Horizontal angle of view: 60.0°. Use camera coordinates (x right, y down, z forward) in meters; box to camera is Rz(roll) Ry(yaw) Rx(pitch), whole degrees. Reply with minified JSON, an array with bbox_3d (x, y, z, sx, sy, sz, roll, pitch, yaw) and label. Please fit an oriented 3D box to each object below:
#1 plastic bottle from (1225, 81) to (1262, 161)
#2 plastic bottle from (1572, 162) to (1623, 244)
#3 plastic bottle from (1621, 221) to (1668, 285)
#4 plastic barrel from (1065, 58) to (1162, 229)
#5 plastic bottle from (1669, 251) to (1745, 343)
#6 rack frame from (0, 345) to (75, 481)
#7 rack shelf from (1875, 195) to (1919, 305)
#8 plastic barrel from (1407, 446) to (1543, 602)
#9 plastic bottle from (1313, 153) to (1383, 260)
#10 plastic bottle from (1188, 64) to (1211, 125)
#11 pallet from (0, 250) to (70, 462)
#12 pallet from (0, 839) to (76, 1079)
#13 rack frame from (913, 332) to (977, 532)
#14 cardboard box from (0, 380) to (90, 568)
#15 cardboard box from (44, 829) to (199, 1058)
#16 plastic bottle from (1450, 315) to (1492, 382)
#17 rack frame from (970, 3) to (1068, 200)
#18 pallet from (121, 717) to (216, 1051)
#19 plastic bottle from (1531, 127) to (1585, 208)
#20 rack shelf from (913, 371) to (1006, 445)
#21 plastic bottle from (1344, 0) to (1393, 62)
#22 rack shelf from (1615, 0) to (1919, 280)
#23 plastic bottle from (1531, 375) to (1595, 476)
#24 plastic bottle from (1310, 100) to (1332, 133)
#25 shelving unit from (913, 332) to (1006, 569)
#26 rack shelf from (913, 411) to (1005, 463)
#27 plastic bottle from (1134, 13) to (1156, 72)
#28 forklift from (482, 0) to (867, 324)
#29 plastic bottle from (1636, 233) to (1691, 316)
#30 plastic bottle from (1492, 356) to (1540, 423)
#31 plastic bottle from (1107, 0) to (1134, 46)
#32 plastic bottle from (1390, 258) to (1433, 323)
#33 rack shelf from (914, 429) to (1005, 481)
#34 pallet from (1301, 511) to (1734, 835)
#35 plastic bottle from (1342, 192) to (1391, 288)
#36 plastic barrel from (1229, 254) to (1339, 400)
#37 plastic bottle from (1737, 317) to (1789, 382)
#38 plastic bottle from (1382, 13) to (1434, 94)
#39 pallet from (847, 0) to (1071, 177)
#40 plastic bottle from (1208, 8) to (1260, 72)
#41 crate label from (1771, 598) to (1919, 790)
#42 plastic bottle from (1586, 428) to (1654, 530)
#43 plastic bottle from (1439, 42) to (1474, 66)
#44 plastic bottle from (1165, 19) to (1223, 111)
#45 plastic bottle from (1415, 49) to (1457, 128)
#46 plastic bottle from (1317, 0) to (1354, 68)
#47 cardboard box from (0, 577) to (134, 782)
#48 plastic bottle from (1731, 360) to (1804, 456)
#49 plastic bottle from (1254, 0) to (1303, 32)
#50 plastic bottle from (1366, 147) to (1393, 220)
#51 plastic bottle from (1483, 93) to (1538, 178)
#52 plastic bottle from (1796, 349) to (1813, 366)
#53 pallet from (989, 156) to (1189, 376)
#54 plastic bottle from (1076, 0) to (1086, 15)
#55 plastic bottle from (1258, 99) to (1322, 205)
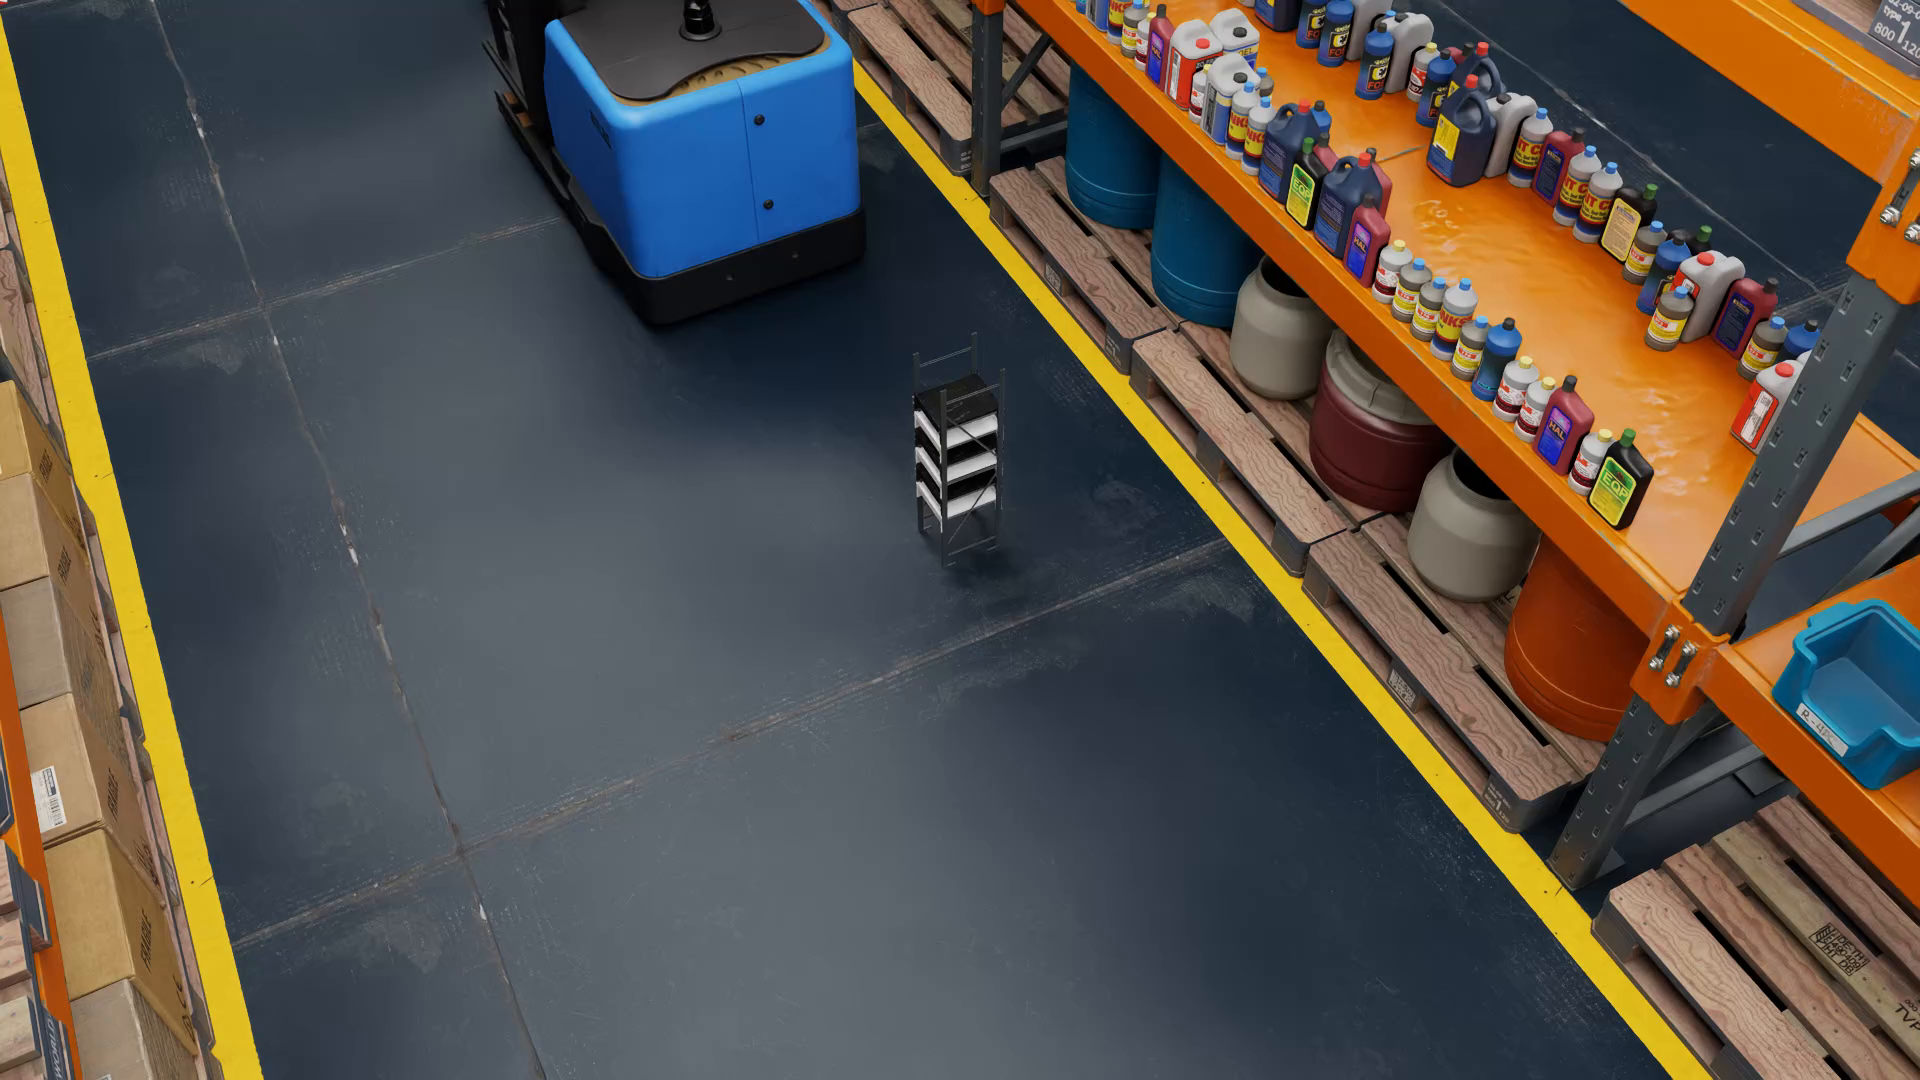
[{"bbox_3d":[0.953,-1.413,5.578,0.097,0.271,0.097,0,49,0],"label":"plastic bottle"},{"bbox_3d":[2.034,-1.080,5.287,0.097,0.271,0.097,0,49,0],"label":"plastic bottle"},{"bbox_3d":[2.140,-0.903,5.179,0.097,0.201,0.097,0,49,0],"label":"plastic bottle"},{"bbox_3d":[0.755,-1.836,6.978,0.600,0.901,0.708,-21,52,-18],"label":"plastic barrel"},{"bbox_3d":[2.230,-0.751,4.996,0.152,0.276,0.135,-21,52,-18],"label":"plastic bottle"},{"bbox_3d":[-3.884,-1.055,5.180,1.000,3.000,0.127,-21,52,-18],"label":"rack frame"},{"bbox_3d":[3.267,0.507,2.299,1.077,0.370,4.000,-21,52,-18],"label":"rack shelf"},{"bbox_3d":[1.775,-0.069,5.691,0.421,0.512,0.421,0,49,0],"label":"plastic barrel"},{"bbox_3d":[1.229,-1.074,5.230,0.144,0.351,0.185,-21,52,-18],"label":"plastic bottle"},{"bbox_3d":[0.847,-1.545,5.740,0.097,0.201,0.097,0,49,0],"label":"plastic bottle"},{"bbox_3d":[-4.198,-0.596,6.632,1.003,0.211,1.213,-21,52,-18],"label":"pallet"},{"bbox_3d":[-2.427,1.256,3.286,1.213,0.211,1.003,-21,52,-18],"label":"pallet"},{"bbox_3d":[-0.050,-0.370,5.976,0.240,0.900,0.006,-21,52,-18],"label":"rack frame"},{"bbox_3d":[-3.404,-0.145,5.752,0.500,0.500,0.500,-21,52,-18],"label":"cardboard box"},{"bbox_3d":[-2.478,1.212,4.566,0.500,0.500,0.500,-22,52,-18],"label":"cardboard box"},{"bbox_3d":[1.512,-0.573,4.890,0.097,0.201,0.097,0,49,0],"label":"plastic bottle"},{"bbox_3d":[0.522,-2.758,6.670,1.000,3.000,0.127,-21,52,-18],"label":"rack frame"},{"bbox_3d":[-2.916,1.212,5.049,1.003,0.211,1.213,-21,52,-18],"label":"pallet"},{"bbox_3d":[1.953,-1.233,5.413,0.061,0.283,0.133,-21,52,-18],"label":"plastic bottle"},{"bbox_3d":[-0.004,-0.458,5.738,0.258,0.077,0.200,-21,52,-18],"label":"rack shelf"},{"bbox_3d":[1.449,-1.893,5.995,0.152,0.276,0.135,-21,52,-18],"label":"plastic bottle"},{"bbox_3d":[1.437,-2.170,4.641,1.077,0.370,4.000,-21,52,-18],"label":"rack shelf"},{"bbox_3d":[1.682,-0.321,4.615,0.061,0.283,0.133,-21,52,-18],"label":"plastic bottle"},{"bbox_3d":[1.171,-1.332,5.508,0.097,0.271,0.097,0,49,0],"label":"plastic bottle"},{"bbox_3d":[-0.004,-0.302,5.916,0.258,0.900,0.210,-21,52,-18],"label":"shelving unit"},{"bbox_3d":[-0.004,-0.398,5.806,0.258,0.077,0.200,-21,52,-18],"label":"rack shelf"},{"bbox_3d":[0.680,-1.790,5.954,0.097,0.201,0.097,0,49,0],"label":"plastic bottle"},{"bbox_3d":[-1.558,-2.977,6.907,1.130,2.935,3.031,-22,53,-18],"label":"forklift"},{"bbox_3d":[2.147,-0.815,5.056,0.097,0.271,0.097,0,49,0],"label":"plastic bottle"},{"bbox_3d":[1.601,-0.443,4.776,0.097,0.201,0.097,0,49,0],"label":"plastic bottle"},{"bbox_3d":[0.591,-1.943,6.042,0.097,0.271,0.097,0,49,0],"label":"plastic bottle"},{"bbox_3d":[1.378,-0.768,5.061,0.097,0.201,0.097,0,49,0],"label":"plastic bottle"},{"bbox_3d":[-0.004,-0.339,5.873,0.258,0.077,0.200,-21,52,-18],"label":"rack shelf"},{"bbox_3d":[1.954,0.324,5.827,1.003,0.211,1.213,-21,52,-18],"label":"pallet"},{"bbox_3d":[1.265,-0.931,5.149,0.061,0.283,0.133,-21,52,-18],"label":"plastic bottle"},{"bbox_3d":[1.258,-0.825,6.352,0.421,0.512,0.421,0,49,0],"label":"plastic barrel"},{"bbox_3d":[2.368,-0.569,4.887,0.097,0.201,0.097,0,49,0],"label":"plastic bottle"},{"bbox_3d":[1.555,-1.738,5.859,0.152,0.276,0.135,-21,52,-18],"label":"plastic bottle"},{"bbox_3d":[0.151,-2.319,8.138,1.003,0.211,1.213,-21,52,-18],"label":"pallet"},{"bbox_3d":[0.954,-1.709,5.834,0.152,0.276,0.135,-21,52,-18],"label":"plastic bottle"},{"bbox_3d":[2.212,0.385,4.032,0.303,0.233,0.416,-21,52,-18],"label":"crate label"},{"bbox_3d":[1.788,-0.166,4.480,0.061,0.283,0.133,-21,52,-18],"label":"plastic bottle"},{"bbox_3d":[1.701,-1.601,5.735,0.061,0.283,0.133,-21,52,-18],"label":"plastic bottle"},{"bbox_3d":[0.818,-1.657,5.789,0.152,0.276,0.135,-21,52,-18],"label":"plastic bottle"},{"bbox_3d":[1.639,-1.558,5.705,0.097,0.271,0.097,0,49,0],"label":"plastic bottle"},{"bbox_3d":[1.347,-1.836,5.948,0.097,0.271,0.097,0,49,0],"label":"plastic bottle"},{"bbox_3d":[-2.956,0.525,5.167,0.500,0.500,0.500,-21,52,-17],"label":"cardboard box"},{"bbox_3d":[2.306,-0.389,4.680,0.152,0.276,0.135,-21,52,-18],"label":"plastic bottle"},{"bbox_3d":[1.190,-2.066,6.097,0.144,0.351,0.185,-21,52,-18],"label":"plastic bottle"},{"bbox_3d":[1.308,-1.105,5.301,0.061,0.283,0.133,-21,52,-18],"label":"plastic bottle"},{"bbox_3d":[1.807,-1.369,5.537,0.152,0.276,0.135,-21,52,-18],"label":"plastic bottle"},{"bbox_3d":[2.441,-0.441,4.725,0.152,0.276,0.135,-21,52,-18],"label":"plastic bottle"},{"bbox_3d":[0.838,-1.309,7.255,1.003,0.211,1.213,-21,52,-18],"label":"pallet"},{"bbox_3d":[0.485,-2.098,6.178,0.097,0.271,0.097,0,49,0],"label":"plastic bottle"},{"bbox_3d":[1.083,-1.287,5.416,0.144,0.351,0.185,-21,52,-18],"label":"plastic bottle"}]
